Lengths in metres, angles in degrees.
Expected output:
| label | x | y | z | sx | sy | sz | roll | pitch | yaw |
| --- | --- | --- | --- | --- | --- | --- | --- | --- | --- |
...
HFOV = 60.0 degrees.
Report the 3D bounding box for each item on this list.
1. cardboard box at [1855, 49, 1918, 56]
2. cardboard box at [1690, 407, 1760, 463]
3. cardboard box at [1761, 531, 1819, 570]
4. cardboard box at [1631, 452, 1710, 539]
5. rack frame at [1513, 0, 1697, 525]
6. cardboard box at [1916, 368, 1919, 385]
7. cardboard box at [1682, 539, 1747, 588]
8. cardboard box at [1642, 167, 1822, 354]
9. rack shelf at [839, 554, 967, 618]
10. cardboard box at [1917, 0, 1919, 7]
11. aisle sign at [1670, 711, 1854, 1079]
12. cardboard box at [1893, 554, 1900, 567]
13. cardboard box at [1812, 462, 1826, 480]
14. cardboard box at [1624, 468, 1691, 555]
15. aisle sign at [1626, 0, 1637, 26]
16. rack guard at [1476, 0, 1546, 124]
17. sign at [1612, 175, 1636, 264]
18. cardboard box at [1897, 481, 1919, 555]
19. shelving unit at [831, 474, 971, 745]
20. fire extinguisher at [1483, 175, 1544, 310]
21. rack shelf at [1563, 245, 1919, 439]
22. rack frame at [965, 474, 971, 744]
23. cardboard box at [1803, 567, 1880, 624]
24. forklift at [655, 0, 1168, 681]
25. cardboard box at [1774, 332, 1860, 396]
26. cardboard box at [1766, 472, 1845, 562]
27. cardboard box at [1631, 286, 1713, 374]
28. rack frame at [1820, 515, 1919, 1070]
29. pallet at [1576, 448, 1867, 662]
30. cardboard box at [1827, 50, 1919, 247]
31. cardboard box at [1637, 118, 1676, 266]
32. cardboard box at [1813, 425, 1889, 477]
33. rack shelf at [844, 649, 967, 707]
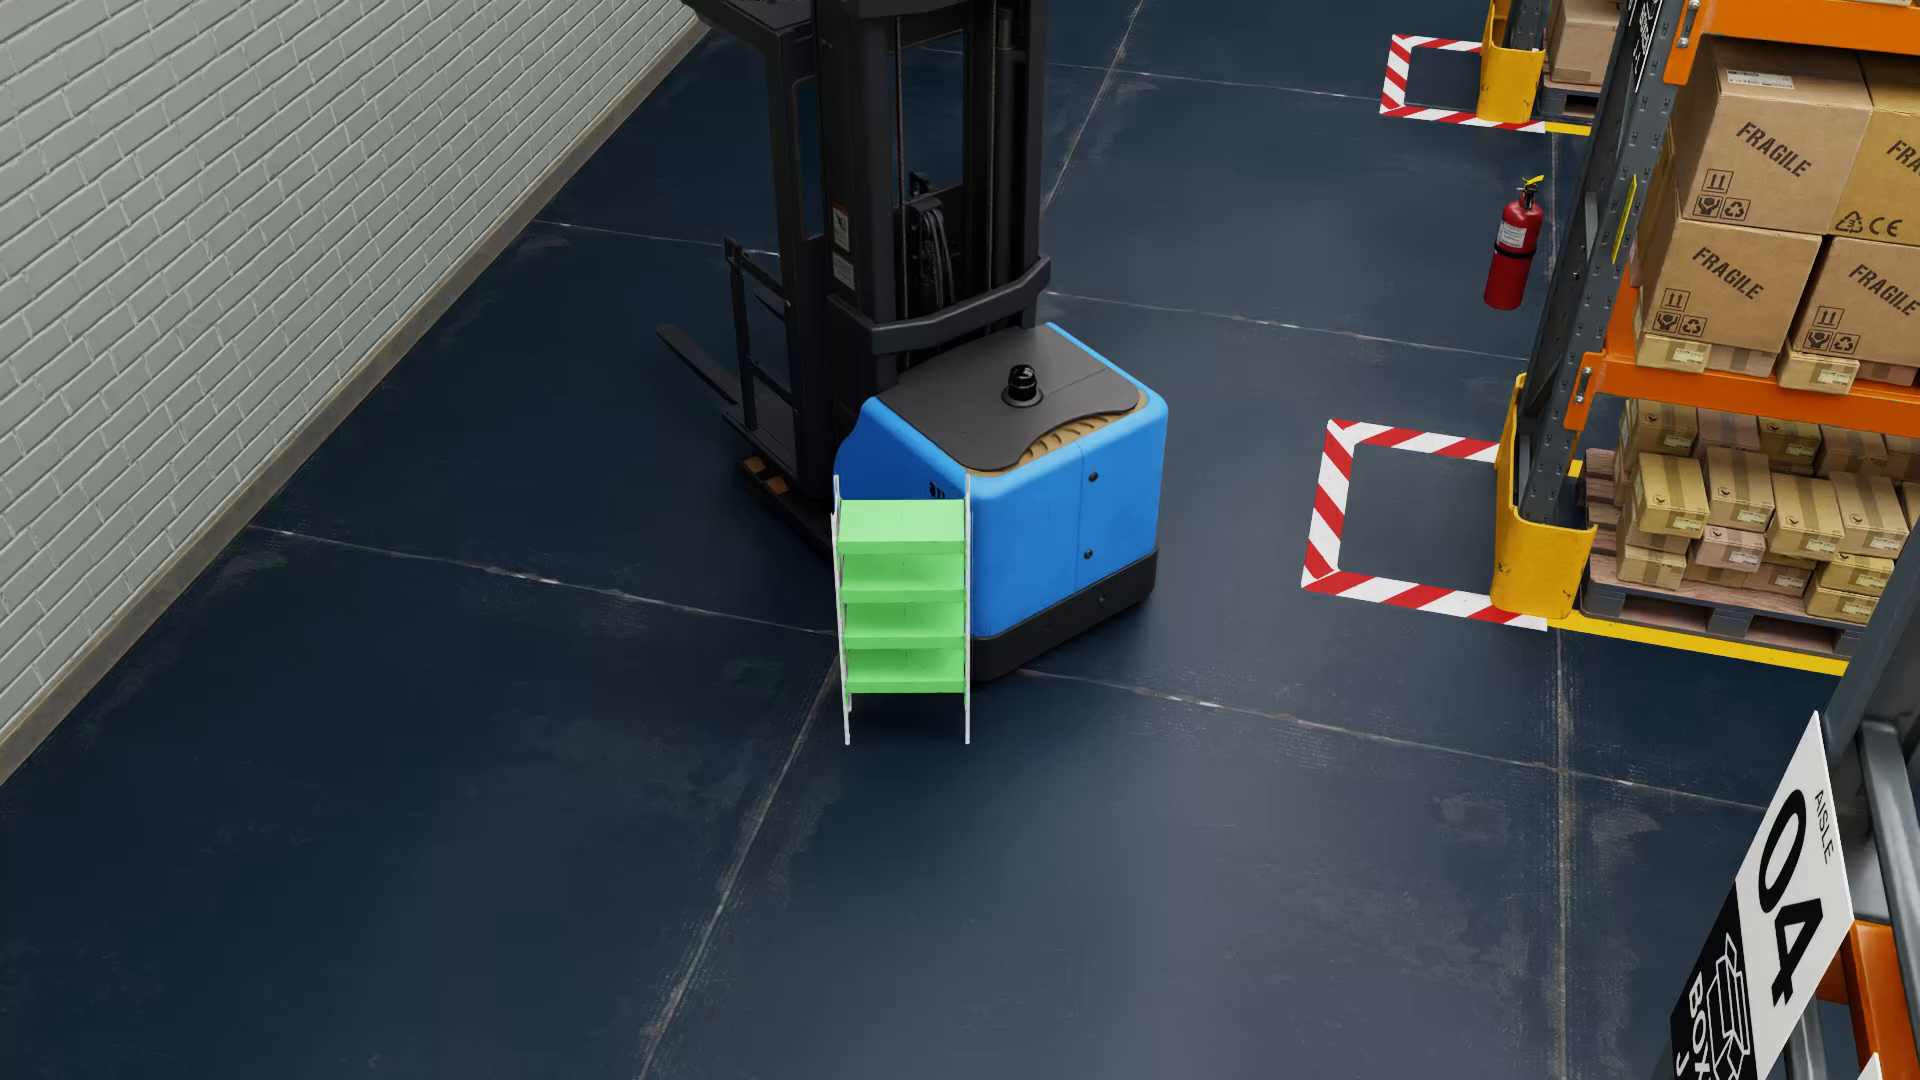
| label | x | y | z | sx | sy | sz | roll | pitch | yaw |
| --- | --- | --- | --- | --- | --- | --- | --- | --- | --- |
| cardboard box | 3.593 | -1.721 | 6.380 | 0.500 | 0.500 | 0.500 | 8 | 41 | 10 |
| cardboard box | 3.402 | -0.481 | 7.418 | 0.250 | 0.149 | 0.380 | 11 | 41 | 12 |
| cardboard box | 3.547 | -0.062 | 7.150 | 0.250 | 0.149 | 0.380 | 10 | 41 | 12 |
| cardboard box | 3.016 | -0.190 | 7.072 | 0.250 | 0.149 | 0.380 | 8 | 41 | 9 |
| rack frame | 2.598 | -1.192 | 6.837 | 0.127 | 3.000 | 1.000 | 10 | 41 | 11 |
| cardboard box | 3.870 | -0.725 | 6.476 | 0.250 | 0.149 | 0.380 | 9 | 41 | 11 |
| cardboard box | 3.295 | 0.018 | 7.287 | 0.250 | 0.149 | 0.380 | 10 | 41 | 11 |
| cardboard box | 2.960 | -1.098 | 6.416 | 0.500 | 0.500 | 0.500 | 12 | 41 | 13 |
| rack shelf | -0.215 | 0.159 | 6.354 | 0.480 | 0.148 | 0.258 | 0 | 40 | 0 |
| cardboard box | 3.473 | -1.959 | 5.535 | 0.500 | 0.250 | 0.500 | 11 | 41 | 13 |
| aisle sign | 1.226 | 0.679 | 2.588 | 0.004 | 0.787 | 0.394 | 10 | 41 | 11 |
| cardboard box | 4.047 | 0.033 | 7.037 | 0.250 | 0.149 | 0.380 | 8 | 41 | 9 |
| cardboard box | 3.917 | -0.270 | 7.398 | 0.250 | 0.149 | 0.380 | 9 | 41 | 11 |
| cardboard box | 3.037 | -0.128 | 7.229 | 0.250 | 0.149 | 0.380 | 11 | 41 | 13 |
| aisle sign | 2.605 | -2.386 | 6.237 | 0.004 | 0.787 | 0.394 | 10 | 41 | 11 |
| rack guard | 3.756 | -3.331 | 11.327 | 0.348 | 0.500 | 1.175 | 10 | 41 | 11 |
| sign | 2.457 | -1.186 | 6.157 | 0.005 | 0.325 | 0.100 | 10 | 41 | 11 |
| cardboard box | 4.050 | -0.056 | 6.912 | 0.250 | 0.149 | 0.380 | 11 | 41 | 13 |
| shelving unit | -0.215 | 0.294 | 6.467 | 0.503 | 1.200 | 0.258 | 0 | 40 | 0 |
| fire extinguisher | 2.474 | -1.348 | 7.373 | 0.183 | 0.674 | 0.296 | 10 | 41 | 11 |
| rack shelf | 4.530 | -0.584 | 6.672 | 4.000 | 0.370 | 1.077 | 10 | 41 | 11 |
| rack frame | 0.029 | 0.293 | 6.468 | 0.015 | 1.200 | 0.240 | 0 | 40 | 0 |
| cardboard box | 3.755 | 0.165 | 7.111 | 0.250 | 0.149 | 0.380 | 10 | 41 | 12 |
| forklift | -0.426 | -1.430 | 7.173 | 1.130 | 2.935 | 3.031 | -26 | 47 | -28 |
| cardboard box | 3.328 | -0.743 | 6.498 | 0.250 | 0.149 | 0.380 | 9 | 41 | 10 |
| cardboard box | 3.524 | -0.098 | 6.962 | 0.250 | 0.149 | 0.380 | 10 | 41 | 11 |
| cardboard box | 2.826 | -0.838 | 6.611 | 0.250 | 0.149 | 0.380 | 9 | 41 | 11 |
| rack frame | 1.218 | -0.424 | 1.258 | 0.127 | 3.000 | 1.000 | 10 | 41 | 11 |
| pallet | 3.447 | 0.046 | 7.531 | 1.213 | 0.211 | 1.003 | 10 | 41 | 11 |
| cardboard box | 3.452 | -1.407 | 6.007 | 0.500 | 0.500 | 0.500 | 11 | 41 | 13 |
| cardboard box | 3.098 | -1.429 | 6.810 | 0.500 | 0.500 | 0.500 | 11 | 41 | 12 |
| cardboard box | 3.919 | -0.434 | 7.362 | 0.250 | 0.149 | 0.380 | 8 | 41 | 10 |
| rack shelf | -0.215 | 0.527 | 6.662 | 0.480 | 0.148 | 0.258 | 0 | 40 | 0 |
